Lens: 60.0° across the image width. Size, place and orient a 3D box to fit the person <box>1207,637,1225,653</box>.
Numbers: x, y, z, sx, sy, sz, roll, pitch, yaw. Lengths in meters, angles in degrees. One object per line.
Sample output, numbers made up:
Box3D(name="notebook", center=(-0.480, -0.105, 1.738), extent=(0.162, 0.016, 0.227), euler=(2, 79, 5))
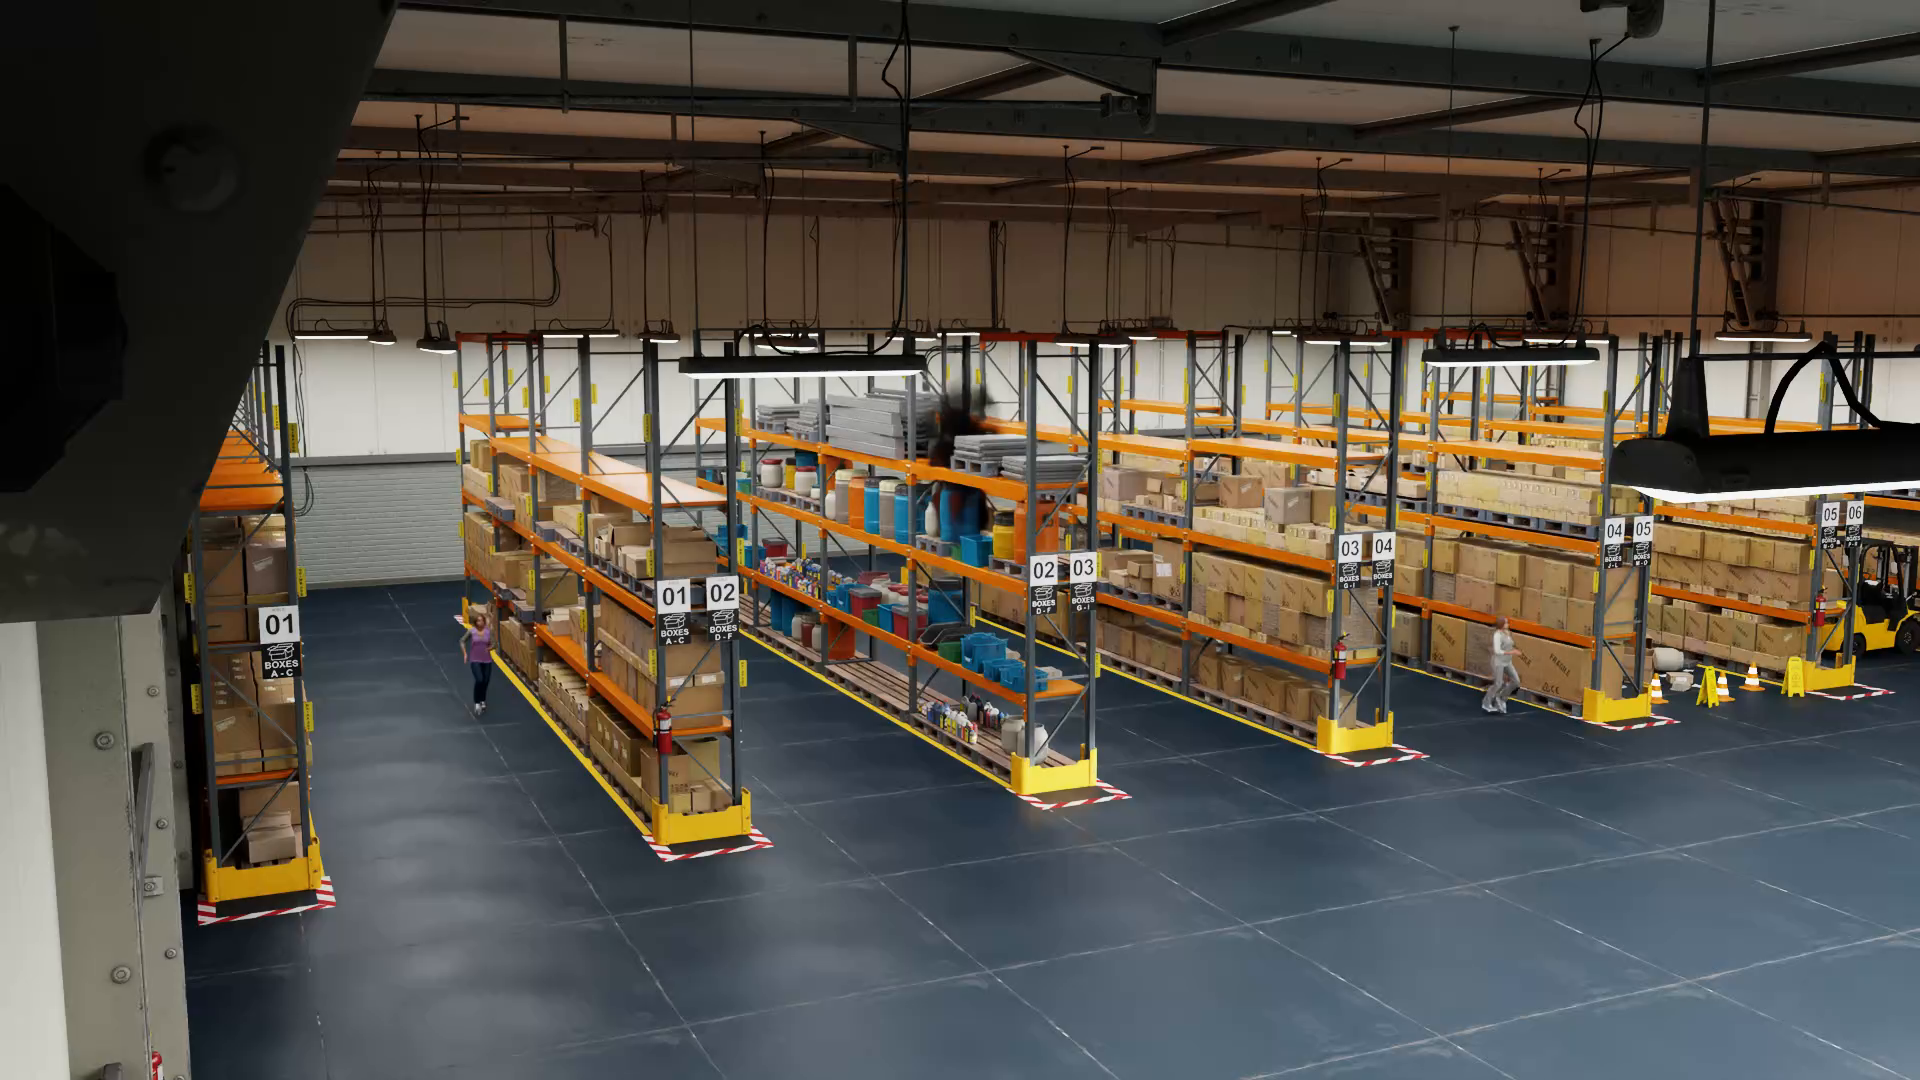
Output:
Box3D(name="person", center=(4.898, 1.302, 30.912), extent=(0.668, 1.748, 0.583), euler=(-4, 9, -29))

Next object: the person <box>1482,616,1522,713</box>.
Box3D(name="person", center=(8.629, 1.983, 26.425), extent=(0.510, 1.578, 0.644), euler=(-7, 10, -41))

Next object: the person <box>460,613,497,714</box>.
Box3D(name="person", center=(-7.653, 1.983, 26.536), extent=(0.510, 1.584, 0.676), euler=(-5, 9, -32))
